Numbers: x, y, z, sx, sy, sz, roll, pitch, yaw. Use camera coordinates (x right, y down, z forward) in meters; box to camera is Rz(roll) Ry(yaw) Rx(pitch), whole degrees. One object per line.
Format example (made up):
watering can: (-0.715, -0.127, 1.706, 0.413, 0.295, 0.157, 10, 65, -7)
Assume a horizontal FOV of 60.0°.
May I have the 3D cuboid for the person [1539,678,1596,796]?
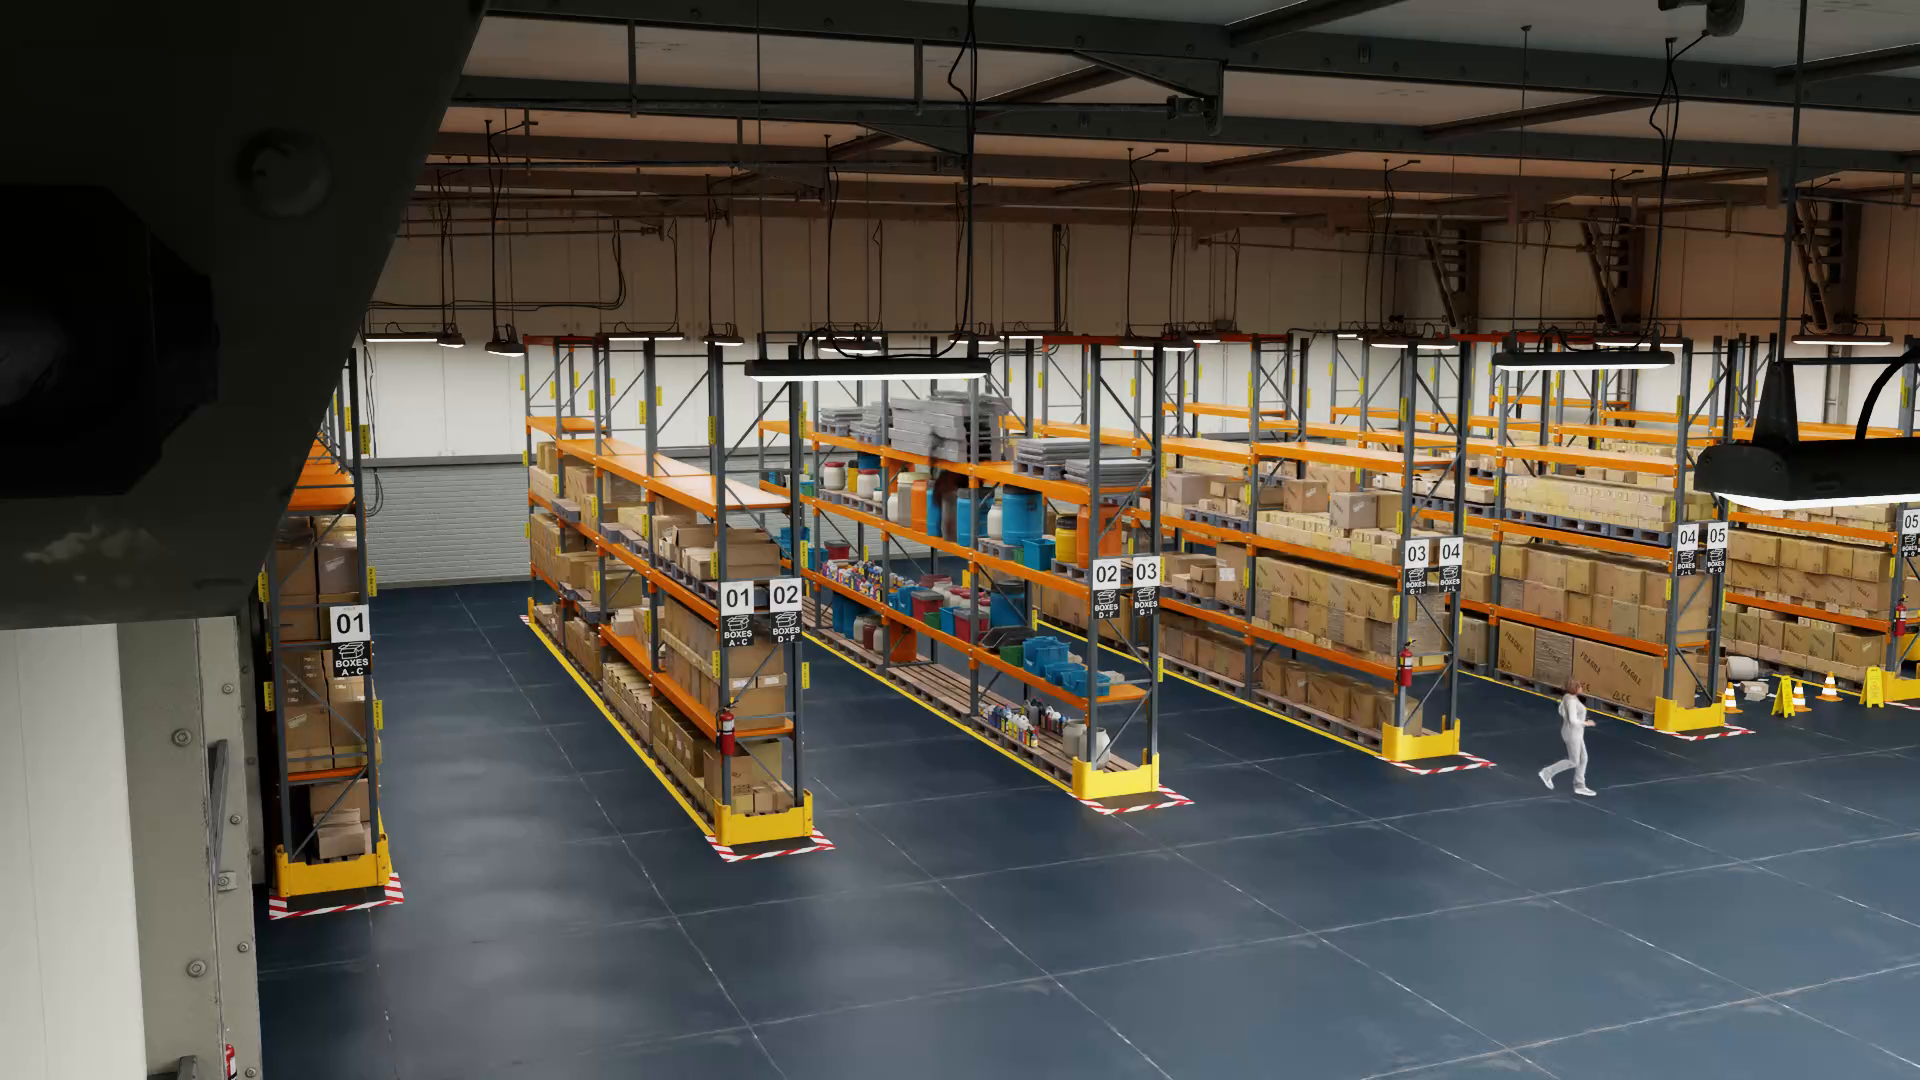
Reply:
person: (8.130, 2.615, 22.172, 0.731, 1.574, 0.542, 2, 8, 17)
